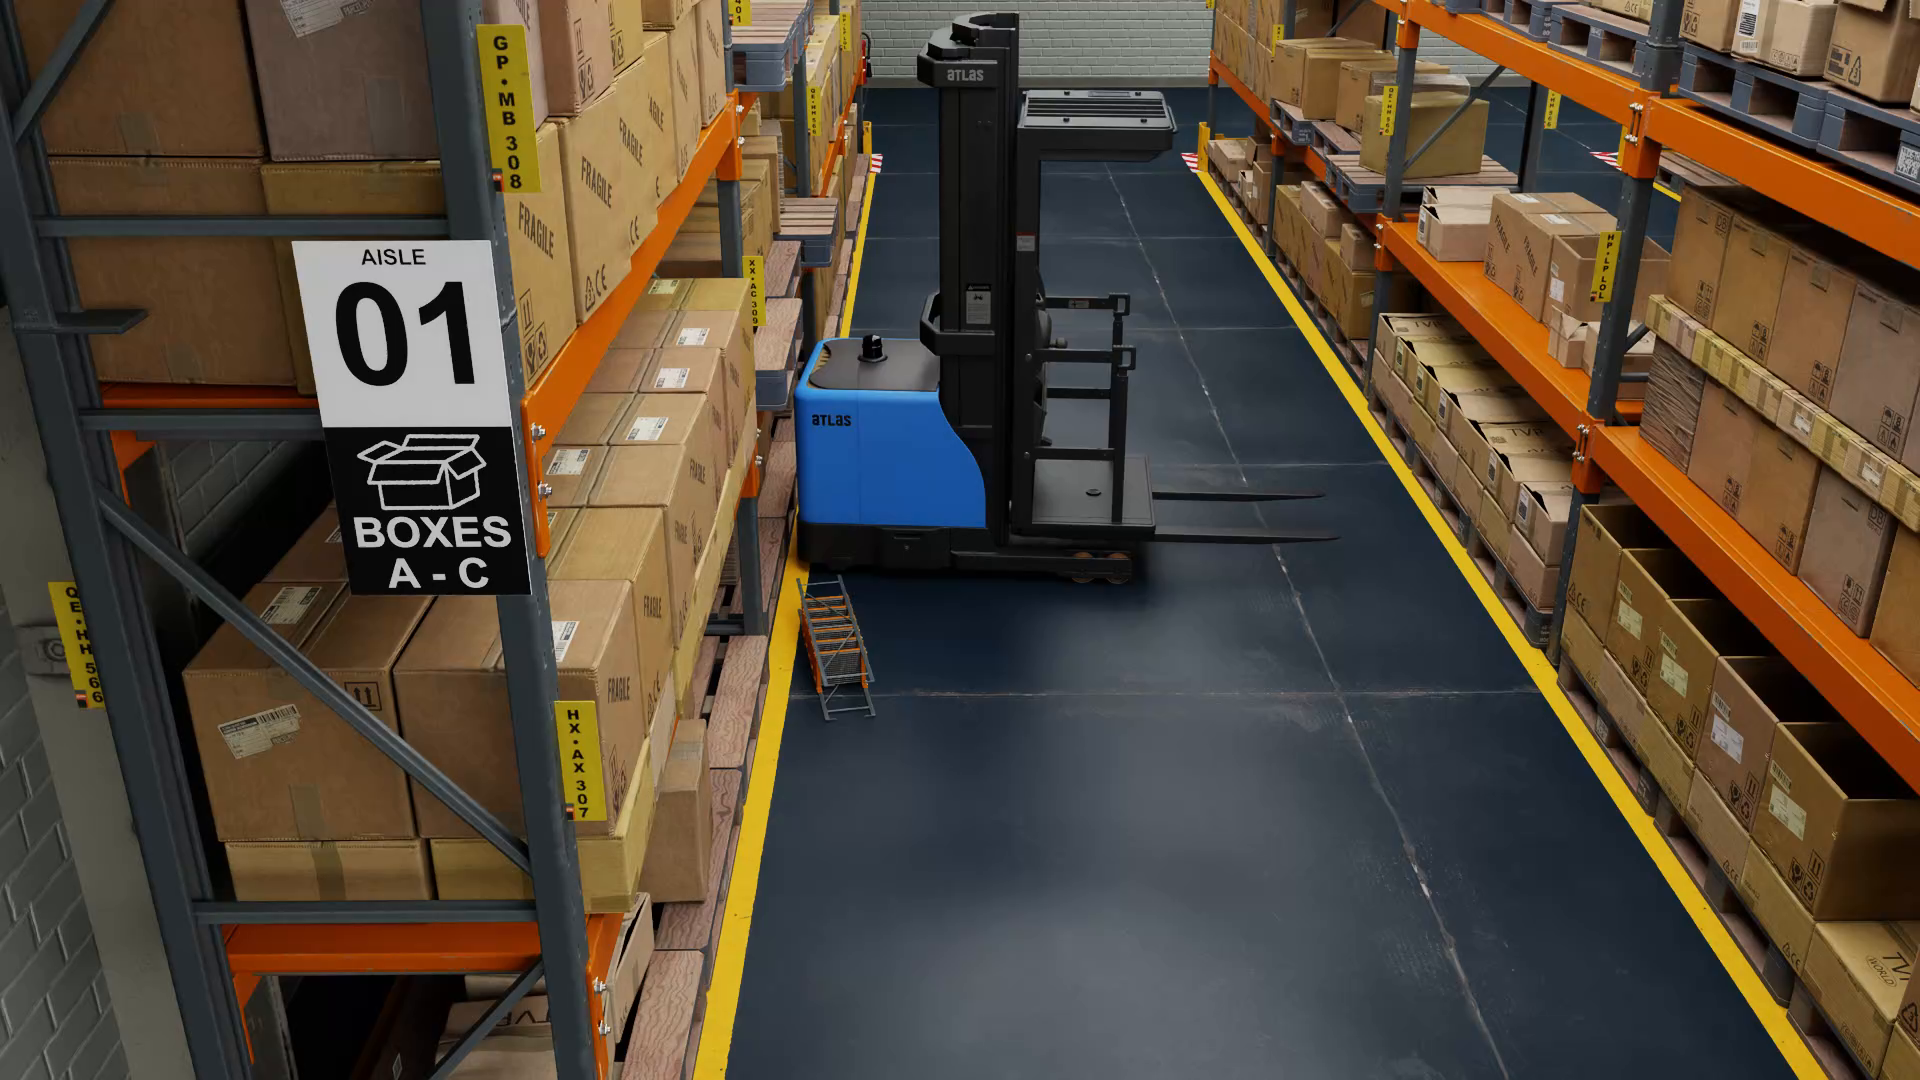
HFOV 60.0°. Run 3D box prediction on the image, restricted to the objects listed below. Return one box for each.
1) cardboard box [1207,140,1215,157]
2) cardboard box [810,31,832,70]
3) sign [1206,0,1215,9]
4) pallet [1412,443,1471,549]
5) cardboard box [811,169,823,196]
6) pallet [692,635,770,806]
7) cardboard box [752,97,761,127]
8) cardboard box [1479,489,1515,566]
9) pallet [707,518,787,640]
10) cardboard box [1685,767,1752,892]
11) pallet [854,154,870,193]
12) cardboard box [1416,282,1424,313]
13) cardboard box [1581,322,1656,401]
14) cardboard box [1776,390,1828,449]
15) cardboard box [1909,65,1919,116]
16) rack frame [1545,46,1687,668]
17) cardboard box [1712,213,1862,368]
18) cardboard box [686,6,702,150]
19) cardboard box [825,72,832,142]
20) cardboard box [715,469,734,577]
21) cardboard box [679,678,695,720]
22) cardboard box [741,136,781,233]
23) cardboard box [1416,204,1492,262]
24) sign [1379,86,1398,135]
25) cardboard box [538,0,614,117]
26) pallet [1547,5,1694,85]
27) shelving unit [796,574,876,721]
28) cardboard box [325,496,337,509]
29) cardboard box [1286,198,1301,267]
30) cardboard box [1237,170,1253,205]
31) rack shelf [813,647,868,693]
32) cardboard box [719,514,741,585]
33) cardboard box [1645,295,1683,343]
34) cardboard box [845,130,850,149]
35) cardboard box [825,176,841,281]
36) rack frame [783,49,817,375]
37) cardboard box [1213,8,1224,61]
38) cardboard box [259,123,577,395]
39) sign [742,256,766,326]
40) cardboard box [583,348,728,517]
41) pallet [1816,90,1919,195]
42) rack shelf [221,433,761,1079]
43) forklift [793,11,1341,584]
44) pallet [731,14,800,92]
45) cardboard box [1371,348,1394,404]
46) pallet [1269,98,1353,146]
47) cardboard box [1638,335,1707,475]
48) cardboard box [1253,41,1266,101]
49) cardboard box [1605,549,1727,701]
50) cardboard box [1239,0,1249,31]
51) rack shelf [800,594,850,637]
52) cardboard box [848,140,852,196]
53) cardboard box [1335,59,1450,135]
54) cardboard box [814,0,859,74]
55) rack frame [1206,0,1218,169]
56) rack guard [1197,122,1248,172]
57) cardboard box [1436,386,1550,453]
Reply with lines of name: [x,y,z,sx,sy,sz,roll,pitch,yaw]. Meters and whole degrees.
cardboard box: [3.003,-4.426,18.822,0.380,0.149,0.250,0,24,-1]
cardboard box: [-1.305,-3.946,13.419,0.500,0.250,0.500,0,24,0]
sign: [2.800,-6.091,18.526,0.100,0.325,0.005,0,24,-1]
pallet: [3.410,-0.291,10.137,1.003,0.211,1.213,0,24,-1]
cardboard box: [-1.208,-2.623,12.191,0.380,0.149,0.250,0,24,1]
pallet: [-1.438,0.817,7.687,1.003,0.211,1.213,0,24,-1]
cardboard box: [-1.490,-2.778,10.810,0.380,0.149,0.250,-3,25,-7]
cardboard box: [3.175,-0.070,9.093,0.500,0.250,0.500,-1,24,-1]
pallet: [-1.490,0.220,9.008,1.003,0.211,1.213,0,24,-1]
cardboard box: [3.187,1.118,6.465,0.500,0.250,0.500,0,24,-1]
pallet: [-1.524,-4.075,18.504,1.003,0.211,1.213,0,24,-1]
cardboard box: [3.699,-1.868,12.740,0.500,0.500,0.500,-1,24,-2]
cardboard box: [3.424,-0.888,8.256,0.500,0.250,0.500,1,24,3]
cardboard box: [3.300,-0.452,6.202,0.380,0.149,0.250,-1,24,-2]
cardboard box: [3.234,-1.389,4.971,0.500,0.311,0.500,3,24,6]
rack frame: [3.473,-0.754,7.777,1.000,3.000,0.127,0,24,-1]
cardboard box: [3.491,-1.000,6.624,0.700,0.500,0.500,0,24,-1]
cardboard box: [-1.235,-1.736,6.163,0.500,0.500,0.500,-2,24,-5]
cardboard box: [-1.288,-3.405,13.131,0.500,0.500,0.500,0,24,1]
cardboard box: [-1.154,-0.065,6.410,0.500,0.250,0.500,0,24,-1]
cardboard box: [-1.429,0.636,7.204,0.500,0.500,0.500,-2,24,-5]
cardboard box: [-1.476,-2.201,10.320,0.700,0.500,0.500,-3,24,-6]
cardboard box: [3.245,-1.992,10.623,0.500,0.311,0.500,-1,24,-1]
sign: [2.887,-2.887,11.185,0.100,0.325,0.005,0,24,-1]
cardboard box: [-1.153,-1.326,4.042,0.500,0.500,0.500,-1,24,-1]
pallet: [3.450,-2.397,8.002,0.805,0.209,1.217,-1,24,-3]
shelving unit: [-0.636,0.519,8.364,0.258,0.189,1.200,-5,24,-10]
cardboard box: [-1.660,0.022,5.309,0.500,0.500,0.500,-1,24,-2]
cardboard box: [3.164,-2.692,14.561,0.500,0.500,0.500,0,24,0]
cardboard box: [3.088,-3.568,16.729,0.500,0.311,0.500,0,24,-1]
rack shelf: [-0.580,0.632,8.110,0.258,0.180,0.103,-5,24,-10]
cardboard box: [-1.505,-0.095,8.819,0.700,0.500,0.500,1,24,1]
cardboard box: [3.282,-0.983,7.376,0.380,0.149,0.250,0,24,-1]
cardboard box: [-1.300,-4.040,16.780,0.380,0.149,0.250,-1,24,-2]
cardboard box: [-1.418,-2.605,13.969,0.750,0.750,0.750,0,24,1]
rack frame: [-1.524,-2.378,11.369,1.000,3.000,0.127,0,24,-1]
cardboard box: [3.083,-5.560,18.283,0.500,0.500,0.500,0,24,1]
cardboard box: [-1.190,-0.642,3.744,0.500,0.500,0.500,0,24,1]
sign: [-0.938,-1.130,7.558,0.100,0.325,0.005,0,24,-1]
cardboard box: [-1.160,-0.406,6.255,0.500,0.500,0.500,-1,24,-2]
pallet: [3.519,-1.228,5.291,1.003,0.211,1.213,0,24,-1]
rack shelf: [-1.459,0.422,6.050,1.077,0.370,4.000,0,24,-1]
forklift: [0.624,-1.320,9.111,3.031,2.935,1.130,1,24,3]
pallet: [-1.381,-2.266,7.708,1.213,0.211,1.003,0,24,-1]
cardboard box: [3.141,-1.124,11.421,0.500,0.250,0.500,0,24,-1]
pallet: [3.285,-3.633,14.376,1.003,0.211,1.213,0,24,-1]
cardboard box: [3.484,-0.617,7.352,0.700,0.500,0.500,-1,24,-2]
cardboard box: [3.117,-4.513,15.968,0.500,0.500,0.500,0,24,1]
cardboard box: [3.178,0.364,7.221,0.500,0.500,0.500,0,24,-1]
cardboard box: [3.104,-5.385,16.682,0.500,0.500,0.500,0,24,-1]
rack shelf: [-0.699,0.393,8.647,0.258,0.180,0.103,-5,24,-10]
cardboard box: [-1.479,-3.806,17.049,0.700,0.500,0.500,0,24,1]
cardboard box: [3.467,-3.560,13.349,0.700,0.500,0.500,-6,25,-14]
cardboard box: [-1.577,-5.302,17.468,0.980,0.700,0.700,0,24,-1]
rack frame: [3.342,-5.699,18.710,1.000,3.000,0.127,0,24,-1]
rack guard: [3.343,-4.528,19.156,1.175,0.500,0.348,0,24,-1]
cardboard box: [3.165,-0.741,9.894,0.500,0.311,0.500,-1,24,-1]
